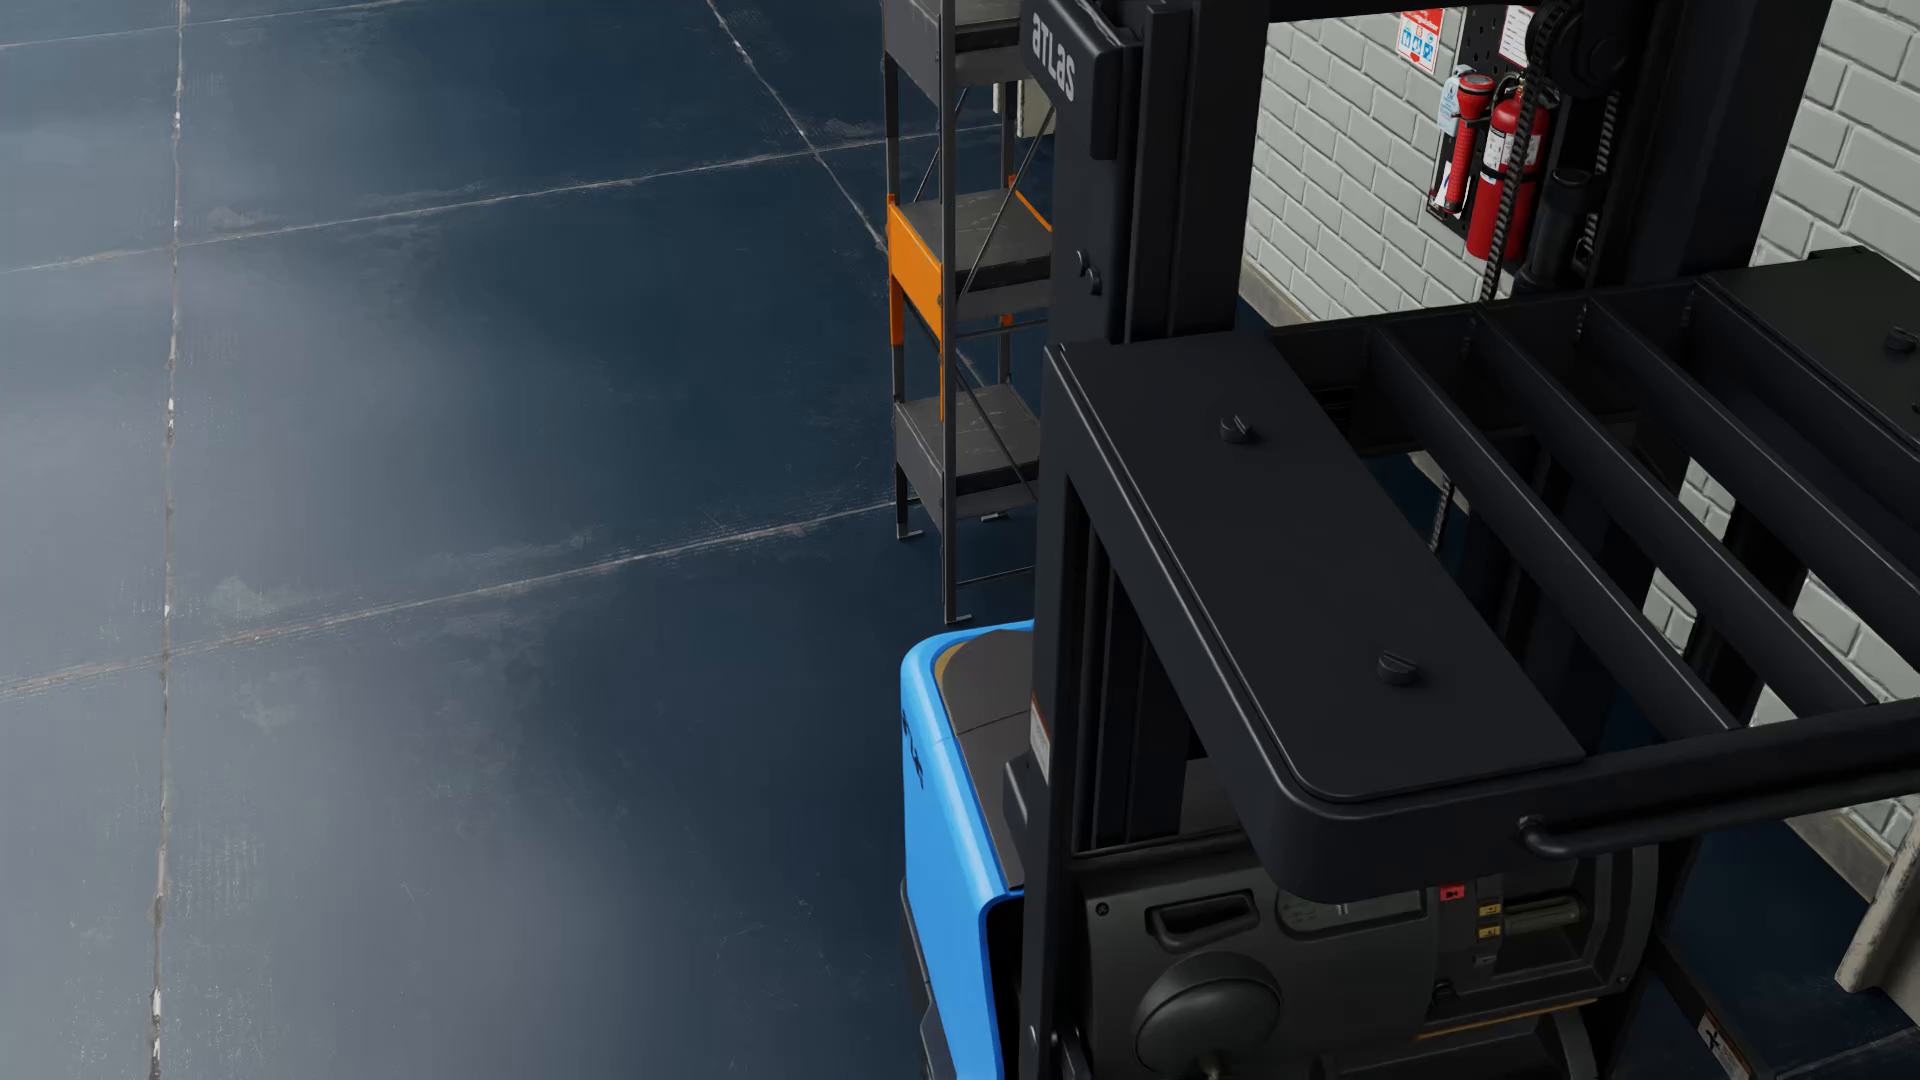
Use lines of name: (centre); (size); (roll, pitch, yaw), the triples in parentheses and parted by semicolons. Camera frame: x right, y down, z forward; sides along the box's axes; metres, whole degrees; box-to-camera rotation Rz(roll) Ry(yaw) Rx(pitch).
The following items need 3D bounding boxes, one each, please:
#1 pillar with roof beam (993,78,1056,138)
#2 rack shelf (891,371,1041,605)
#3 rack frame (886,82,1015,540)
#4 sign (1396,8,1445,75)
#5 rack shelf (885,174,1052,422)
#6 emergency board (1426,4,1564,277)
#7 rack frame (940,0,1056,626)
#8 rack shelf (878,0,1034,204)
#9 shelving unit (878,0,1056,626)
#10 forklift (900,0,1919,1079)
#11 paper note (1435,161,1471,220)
pillar with roof beam: (-3.656, -4.893, 4.767); (9.100, 9.000, 0.400); (-12, 39, -16)
rack shelf: (0.057, -0.175, 5.423); (0.431, 0.518, 0.480); (-12, 39, -16)
rack frame: (-0.027, -0.883, 5.177); (0.400, 2.100, 0.015); (-12, 39, -16)
sign: (1.542, -1.751, 5.551); (0.001, 0.329, 0.234); (-12, 39, -16)
rack shelf: (0.057, -0.734, 5.002); (0.431, 0.518, 0.480); (-12, 39, -16)
emergency board: (1.636, -1.403, 5.119); (0.194, 1.169, 0.643); (-12, 39, -16)
rack frame: (0.141, -0.607, 4.811); (0.400, 2.100, 0.015); (-12, 39, -16)
rack shelf: (0.057, -1.293, 4.581); (0.431, 0.518, 0.480); (-12, 39, -16)
shelving unit: (0.057, -0.745, 4.994); (0.431, 2.100, 0.503); (-12, 39, -16)
forklift: (0.693, 0.699, 2.386); (1.130, 2.935, 3.031); (-8, 38, -11)
paper note: (1.640, -1.165, 5.536); (0.016, 0.148, 0.142); (-12, 39, -16)
